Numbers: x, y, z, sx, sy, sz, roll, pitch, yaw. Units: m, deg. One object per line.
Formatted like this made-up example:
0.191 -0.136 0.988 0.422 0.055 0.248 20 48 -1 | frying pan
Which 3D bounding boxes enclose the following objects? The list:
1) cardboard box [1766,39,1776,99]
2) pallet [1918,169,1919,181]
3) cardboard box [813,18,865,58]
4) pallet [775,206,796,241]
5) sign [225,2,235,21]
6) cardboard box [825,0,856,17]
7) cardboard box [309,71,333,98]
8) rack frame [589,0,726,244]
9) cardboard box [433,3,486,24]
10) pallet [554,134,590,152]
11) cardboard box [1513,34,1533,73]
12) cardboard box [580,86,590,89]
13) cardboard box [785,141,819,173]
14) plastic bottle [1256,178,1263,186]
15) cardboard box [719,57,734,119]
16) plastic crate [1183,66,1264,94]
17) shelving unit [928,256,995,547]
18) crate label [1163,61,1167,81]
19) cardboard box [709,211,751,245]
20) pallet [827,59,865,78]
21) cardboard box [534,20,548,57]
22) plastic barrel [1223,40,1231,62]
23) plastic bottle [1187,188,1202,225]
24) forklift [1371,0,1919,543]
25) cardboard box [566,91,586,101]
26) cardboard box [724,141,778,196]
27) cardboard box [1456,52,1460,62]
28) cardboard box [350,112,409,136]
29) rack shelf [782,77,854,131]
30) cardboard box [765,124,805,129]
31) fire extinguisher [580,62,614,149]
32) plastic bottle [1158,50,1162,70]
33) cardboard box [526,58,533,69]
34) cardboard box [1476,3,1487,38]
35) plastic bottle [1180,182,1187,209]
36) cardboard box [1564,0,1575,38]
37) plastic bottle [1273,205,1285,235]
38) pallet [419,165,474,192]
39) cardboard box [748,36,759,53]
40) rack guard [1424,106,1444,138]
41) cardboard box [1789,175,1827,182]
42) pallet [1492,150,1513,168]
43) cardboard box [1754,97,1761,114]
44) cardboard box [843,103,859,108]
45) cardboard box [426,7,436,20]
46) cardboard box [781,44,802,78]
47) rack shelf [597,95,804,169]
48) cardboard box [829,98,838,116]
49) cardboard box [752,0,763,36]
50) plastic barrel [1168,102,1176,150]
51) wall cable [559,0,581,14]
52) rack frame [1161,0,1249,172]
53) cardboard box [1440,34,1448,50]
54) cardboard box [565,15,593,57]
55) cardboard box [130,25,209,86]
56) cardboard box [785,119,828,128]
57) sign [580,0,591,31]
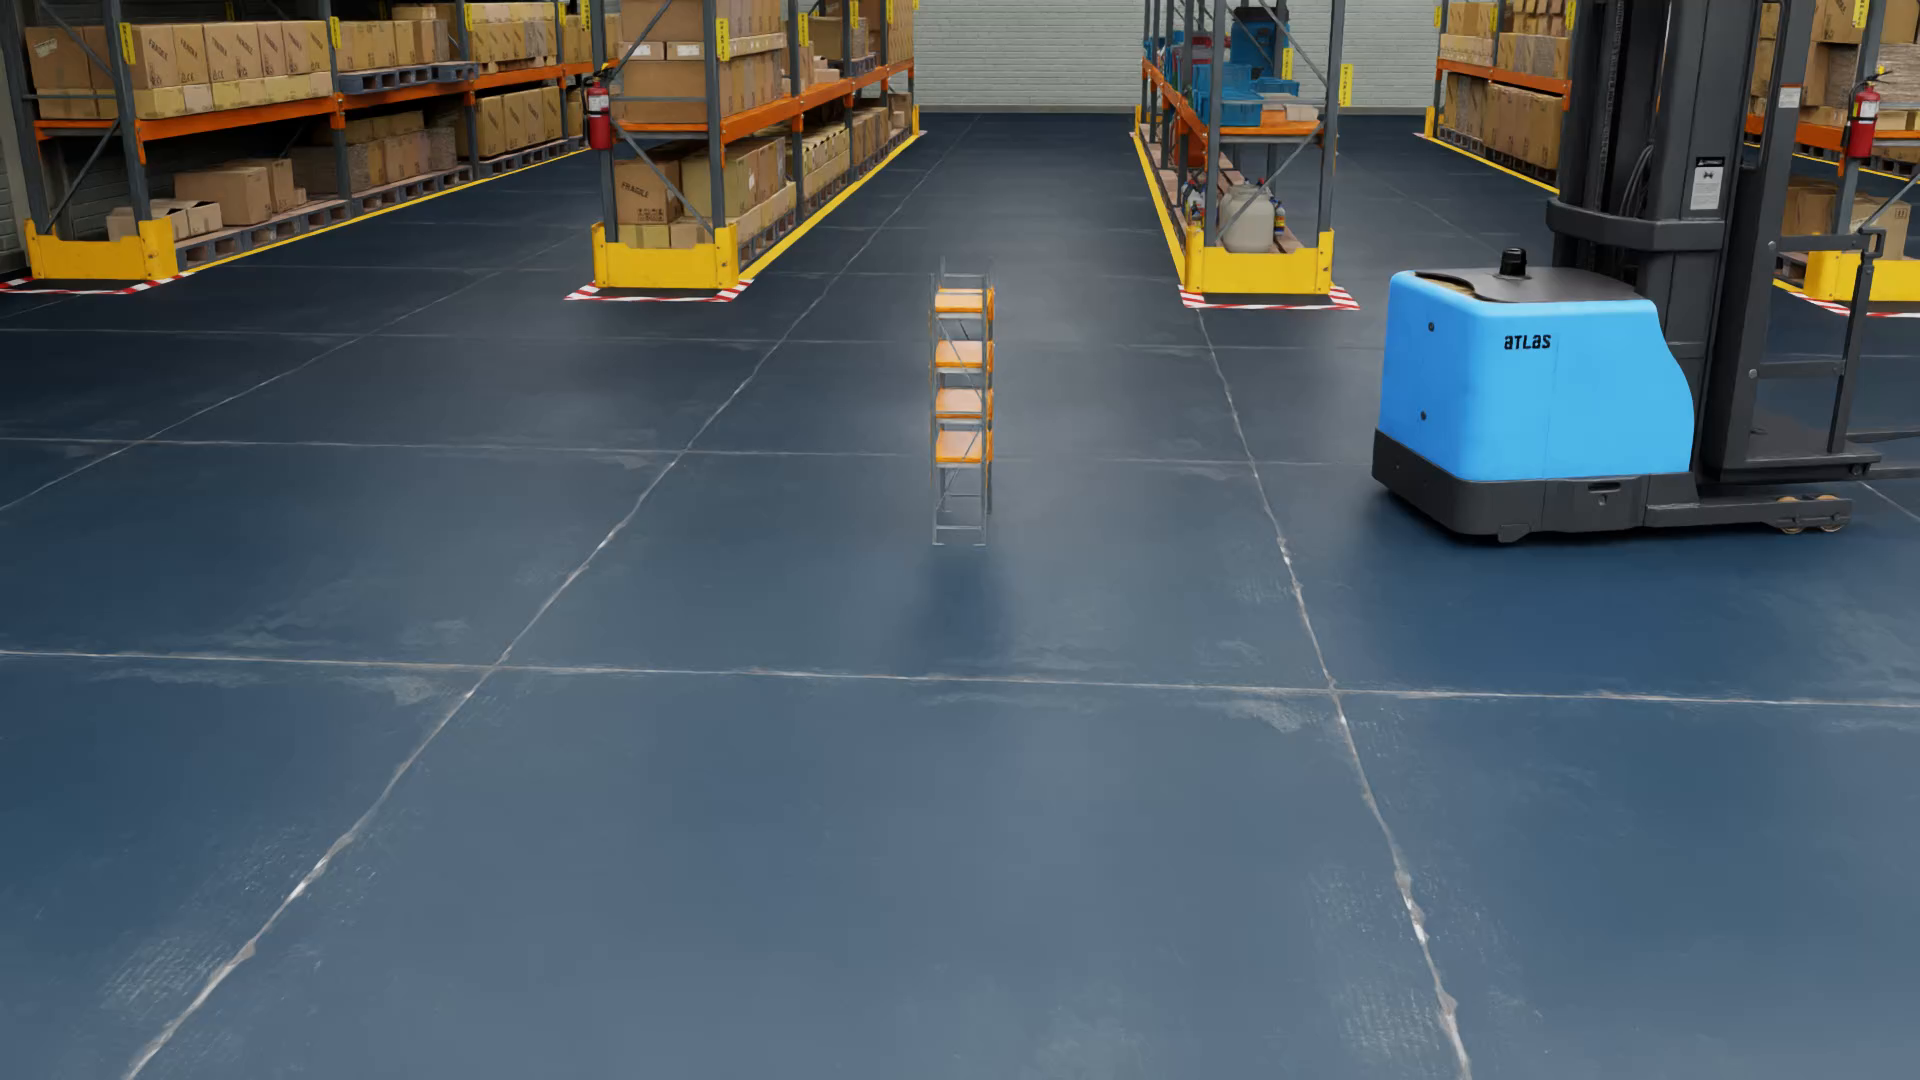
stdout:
7.487 -4.026 14.254 0.875 0.500 0.500 1 18 4 | cardboard box
12.996 -4.615 21.167 1.003 0.211 1.213 1 18 4 | pallet
-1.693 -6.786 22.482 0.700 0.500 0.500 5 19 14 | cardboard box
-2.267 -3.248 16.996 1.003 0.211 1.213 1 18 4 | pallet
-7.663 -5.490 17.501 0.100 0.325 0.005 1 18 4 | sign
-1.817 -7.989 25.221 0.500 0.500 0.500 1 18 4 | cardboard box
-6.841 -4.713 17.197 0.500 0.250 0.500 1 18 4 | cardboard box
-2.455 -3.577 13.521 1.000 3.000 0.127 1 18 4 | rack frame
-6.531 -6.870 21.696 0.500 0.250 0.500 2 18 5 | cardboard box
-6.404 -6.322 26.379 1.003 0.211 1.213 1 18 4 | pallet
7.932 -6.680 22.832 0.500 0.500 0.500 1 18 3 | cardboard box
-6.444 -7.564 27.988 0.380 0.149 0.250 1 18 4 | cardboard box
-1.849 -4.257 18.437 0.500 0.311 0.500 1 18 3 | cardboard box
3.013 -3.451 16.686 0.144 0.351 0.185 1 18 2 | plastic bottle
-2.376 -3.932 14.446 0.700 0.500 0.500 2 18 5 | cardboard box
2.608 -4.518 16.494 0.767 0.338 0.504 1 18 4 | plastic crate
0.012 -0.622 7.393 0.258 1.200 0.503 1 18 4 | shelving unit
2.655 -5.748 20.415 0.303 0.233 0.416 1 18 4 | crate label
-2.163 -2.787 14.851 0.500 0.250 0.500 1 18 4 | cardboard box
-1.903 -6.182 21.781 1.213 0.211 1.003 1 18 4 | pallet
-6.344 -7.304 24.225 0.500 0.500 0.500 1 18 4 | cardboard box
3.112 -5.292 18.538 0.433 0.535 0.433 0 18 0 | plastic barrel
2.243 -3.168 15.821 0.144 0.351 0.185 2 18 6 | plastic bottle
3.581 -1.579 7.536 3.031 2.935 1.130 -3 18 -9 | forklift
-6.174 -7.065 26.466 0.380 0.149 0.250 2 18 6 | cardboard box
-2.063 -3.609 16.157 0.500 0.500 0.500 1 18 4 | cardboard box
8.128 -7.702 26.515 0.380 0.149 0.250 1 18 3 | cardboard box
-6.958 -4.988 19.932 0.500 0.250 0.500 1 18 4 | cardboard box
-2.025 -5.098 19.320 1.077 0.370 4.000 1 18 4 | rack shelf
-2.212 -5.065 20.903 0.500 0.311 0.500 2 18 6 | cardboard box
-2.927 -3.514 13.453 0.296 0.674 0.183 1 18 4 | fire extinguisher
2.830 -6.756 23.412 0.061 0.283 0.133 1 18 4 | plastic bottle
-6.380 -6.876 23.961 0.380 0.149 0.250 1 18 4 | cardboard box
8.092 -7.812 25.006 0.500 0.500 0.500 1 18 4 | cardboard box
2.312 -3.531 17.056 0.097 0.271 0.097 0 18 0 | plastic bottle
8.067 -6.590 20.946 0.797 0.503 0.637 2 18 6 | cardboard box
2.926 -2.934 15.234 0.097 0.271 0.097 0 18 0 | plastic bottle
-6.880 -4.603 21.132 1.003 0.211 1.213 1 18 4 | pallet
-2.083 -4.609 15.468 0.380 0.149 0.250 2 18 6 | cardboard box
8.574 -7.143 28.420 1.175 0.500 0.348 1 18 4 | rack guard
7.644 -3.112 15.445 0.500 0.500 0.500 0 18 -1 | cardboard box
8.306 -5.515 23.915 1.003 0.211 1.213 1 18 4 | pallet
7.330 -3.872 14.827 0.380 0.149 0.250 1 18 4 | cardboard box
-1.837 -6.508 25.776 0.500 0.500 0.500 1 18 4 | cardboard box
-6.818 -6.628 20.924 0.380 0.149 0.250 -1 18 -3 | cardboard box
-2.059 -5.268 18.523 0.500 0.500 0.500 3 18 8 | cardboard box
-2.312 -3.856 15.529 1.077 0.370 4.000 1 18 4 | rack shelf
-1.980 -6.070 23.234 0.500 0.250 0.500 1 18 3 | cardboard box
-2.265 -5.033 15.720 0.700 0.500 0.500 1 18 4 | cardboard box
3.239 -6.006 23.630 0.600 0.901 0.708 1 18 4 | plastic barrel
-7.101 -9.557 30.141 0.084 1.984 1.851 1 18 4 | wall cable
3.059 -5.950 20.763 1.000 3.000 0.127 1 18 4 | rack frame
8.269 -8.251 27.549 0.500 0.250 0.500 1 18 2 | cardboard box
-6.381 -8.177 27.078 0.980 0.700 0.700 0 18 1 | cardboard box
-7.017 -4.276 14.659 0.500 0.500 0.500 1 18 4 | cardboard box
-2.049 -5.378 22.327 0.500 0.500 0.500 2 18 6 | cardboard box
-2.995 -4.256 13.354 0.100 0.325 0.005 1 18 4 | sign
